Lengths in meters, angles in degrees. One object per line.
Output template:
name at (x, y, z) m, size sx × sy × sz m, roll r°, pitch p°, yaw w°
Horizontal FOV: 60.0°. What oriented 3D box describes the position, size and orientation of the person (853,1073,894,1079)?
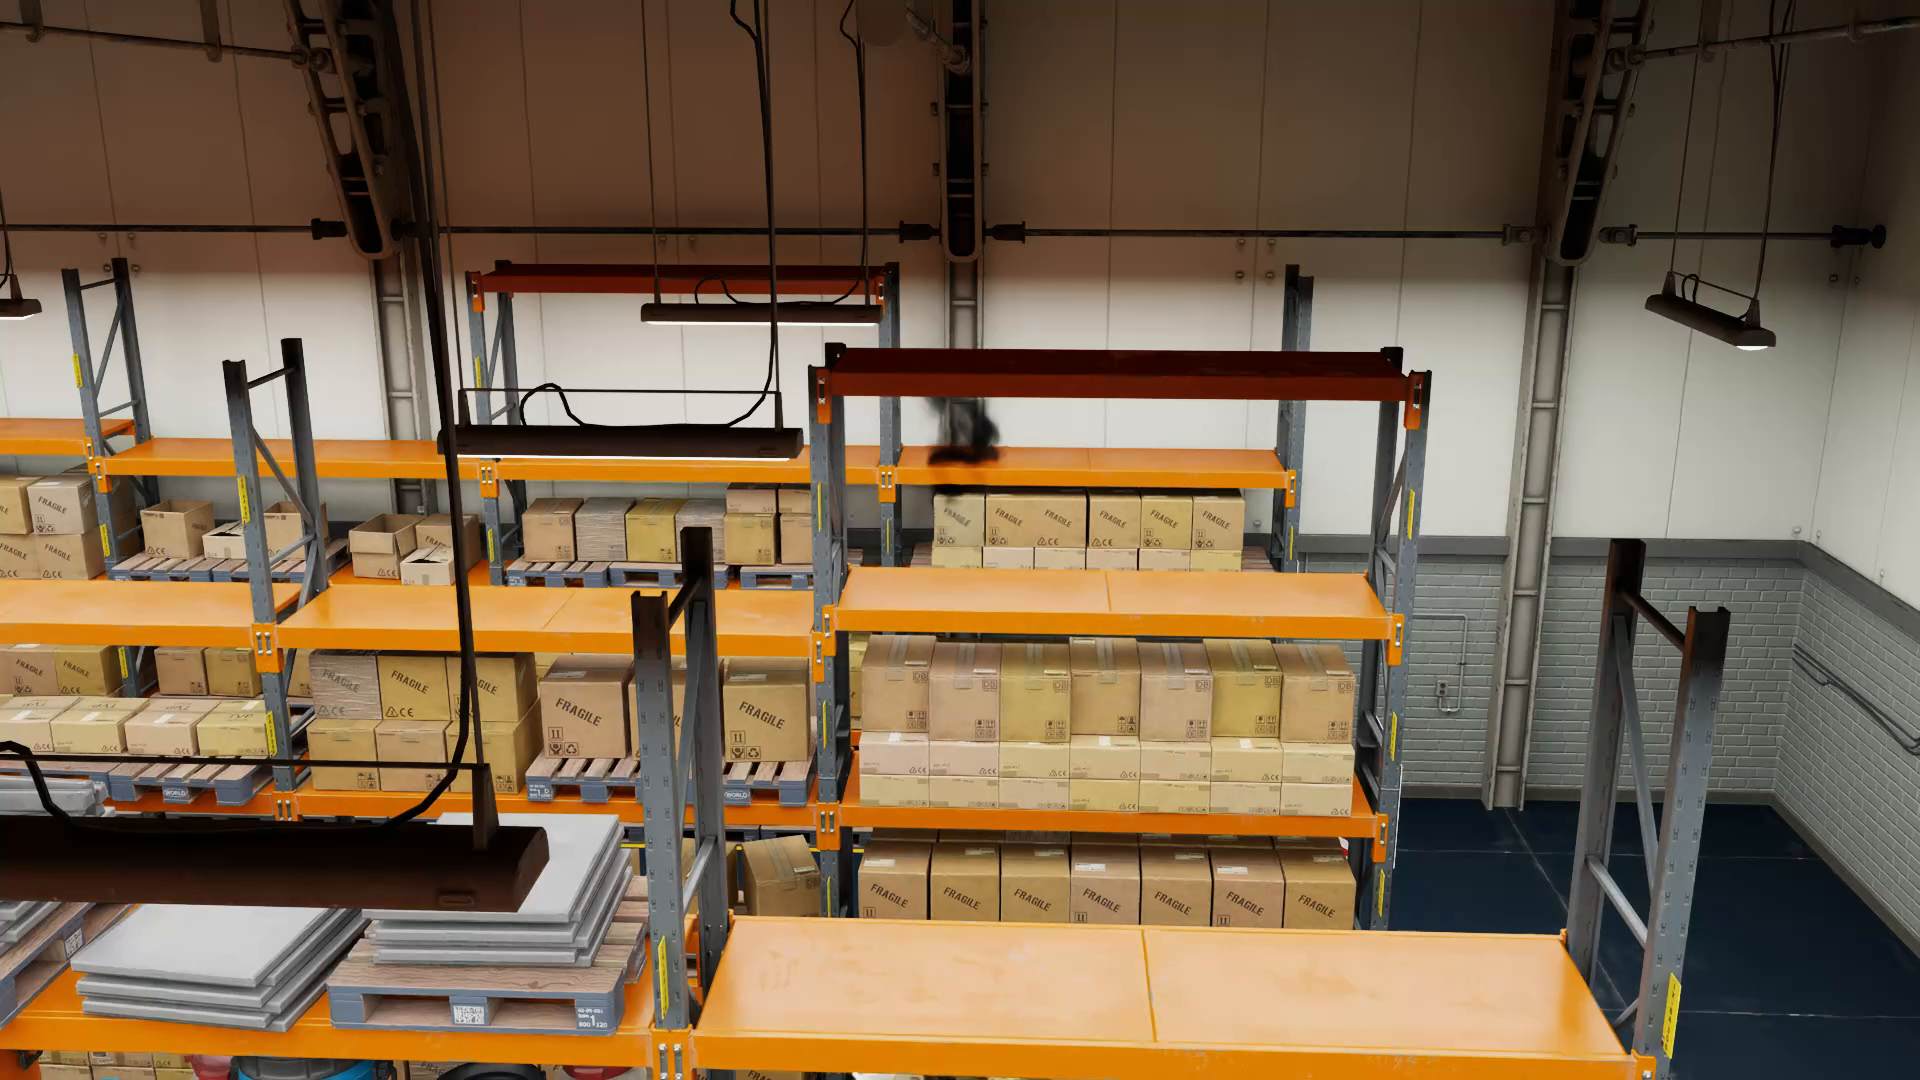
person at (-0.521, 4.213, 10.999) m, size 0.663 × 1.744 × 0.682 m, roll 0°, pitch 16°, yaw -1°
